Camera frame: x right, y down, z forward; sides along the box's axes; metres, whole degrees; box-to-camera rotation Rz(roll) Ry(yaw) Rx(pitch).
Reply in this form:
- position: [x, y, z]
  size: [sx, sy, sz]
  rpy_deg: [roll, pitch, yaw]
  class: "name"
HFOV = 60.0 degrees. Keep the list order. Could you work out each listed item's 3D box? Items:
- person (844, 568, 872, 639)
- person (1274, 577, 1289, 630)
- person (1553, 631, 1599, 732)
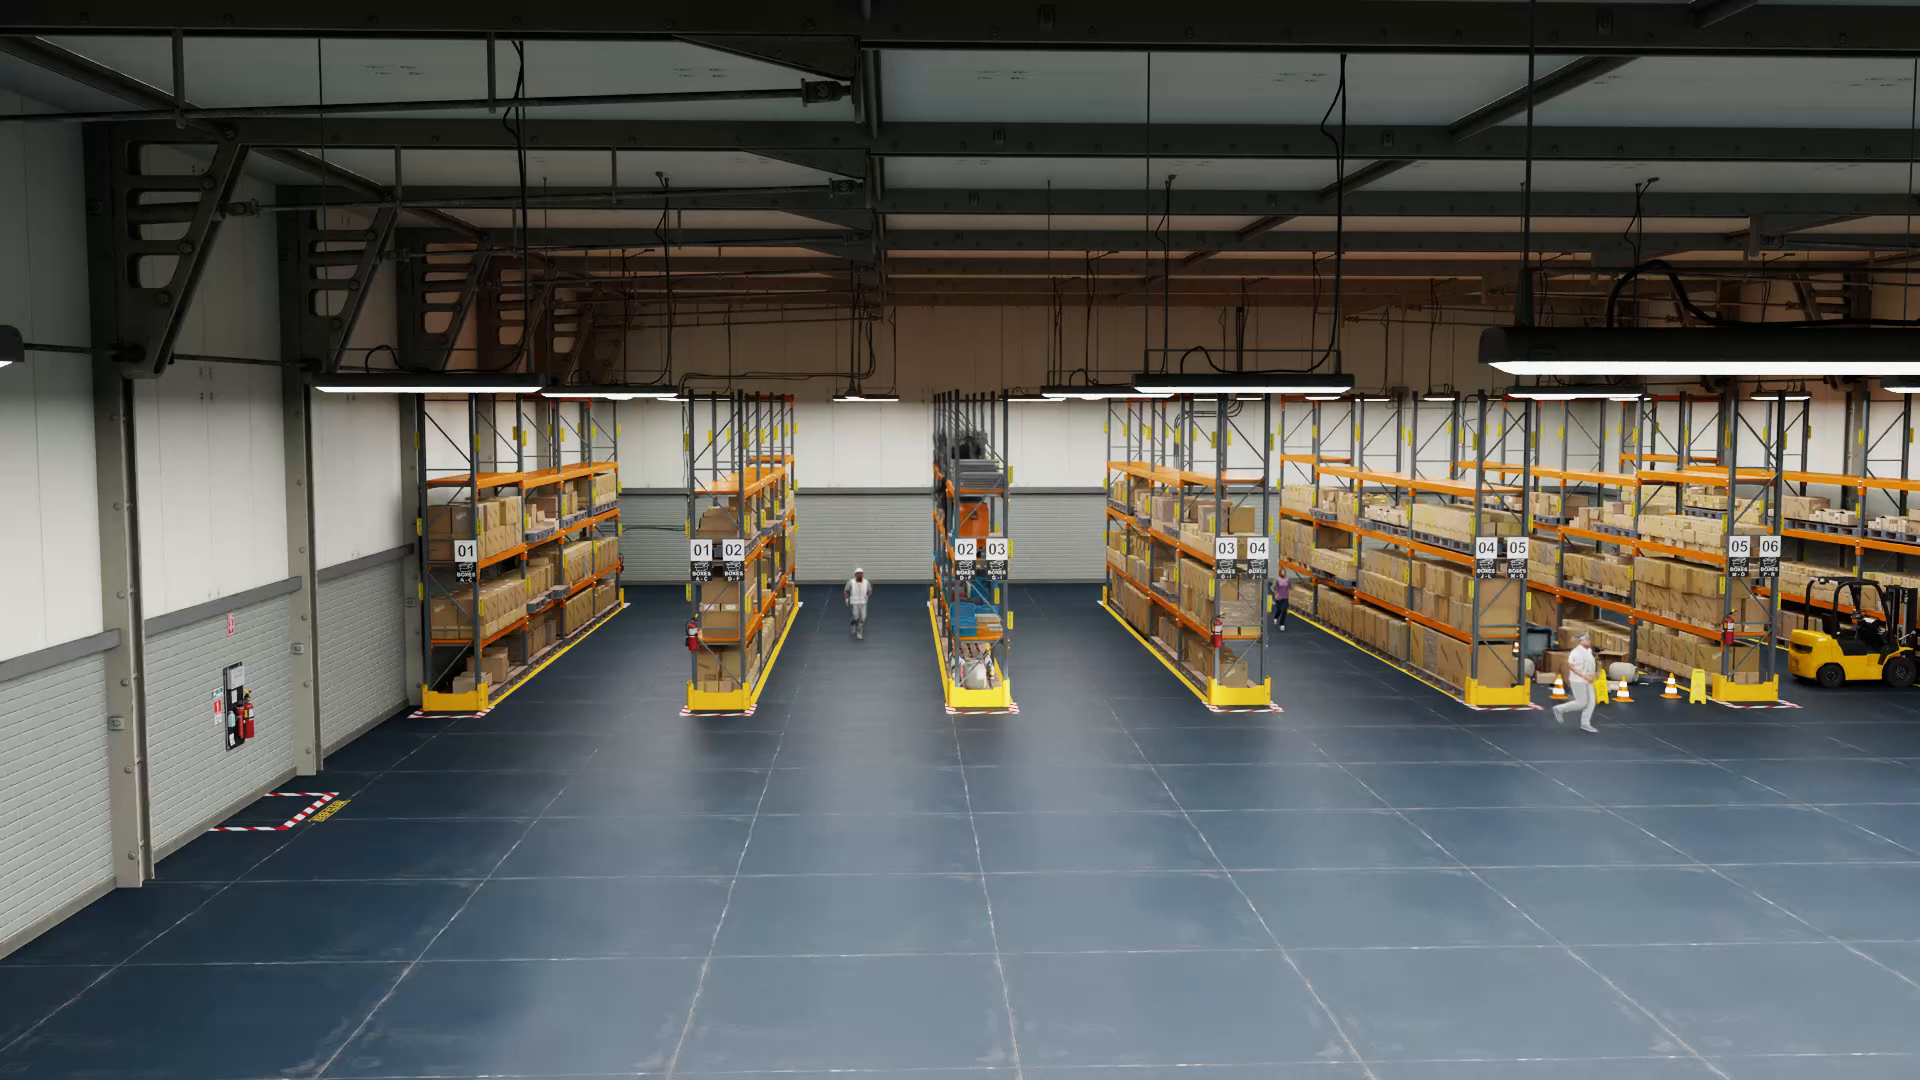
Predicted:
- position: [-2.458, 1.553, 40.507]
  size: [0.683, 1.734, 0.592]
  rpy_deg: [-1, 5, -14]
  class: "person"
- position: [8.195, 1.609, 42.404]
  size: [0.349, 1.348, 0.543]
  rpy_deg: [0, 5, -4]
  class: "person"
- position: [10.862, 2.475, 29.254]
  size: [0.346, 1.775, 0.749]
  rpy_deg: [-4, 6, -44]
  class: "person"
